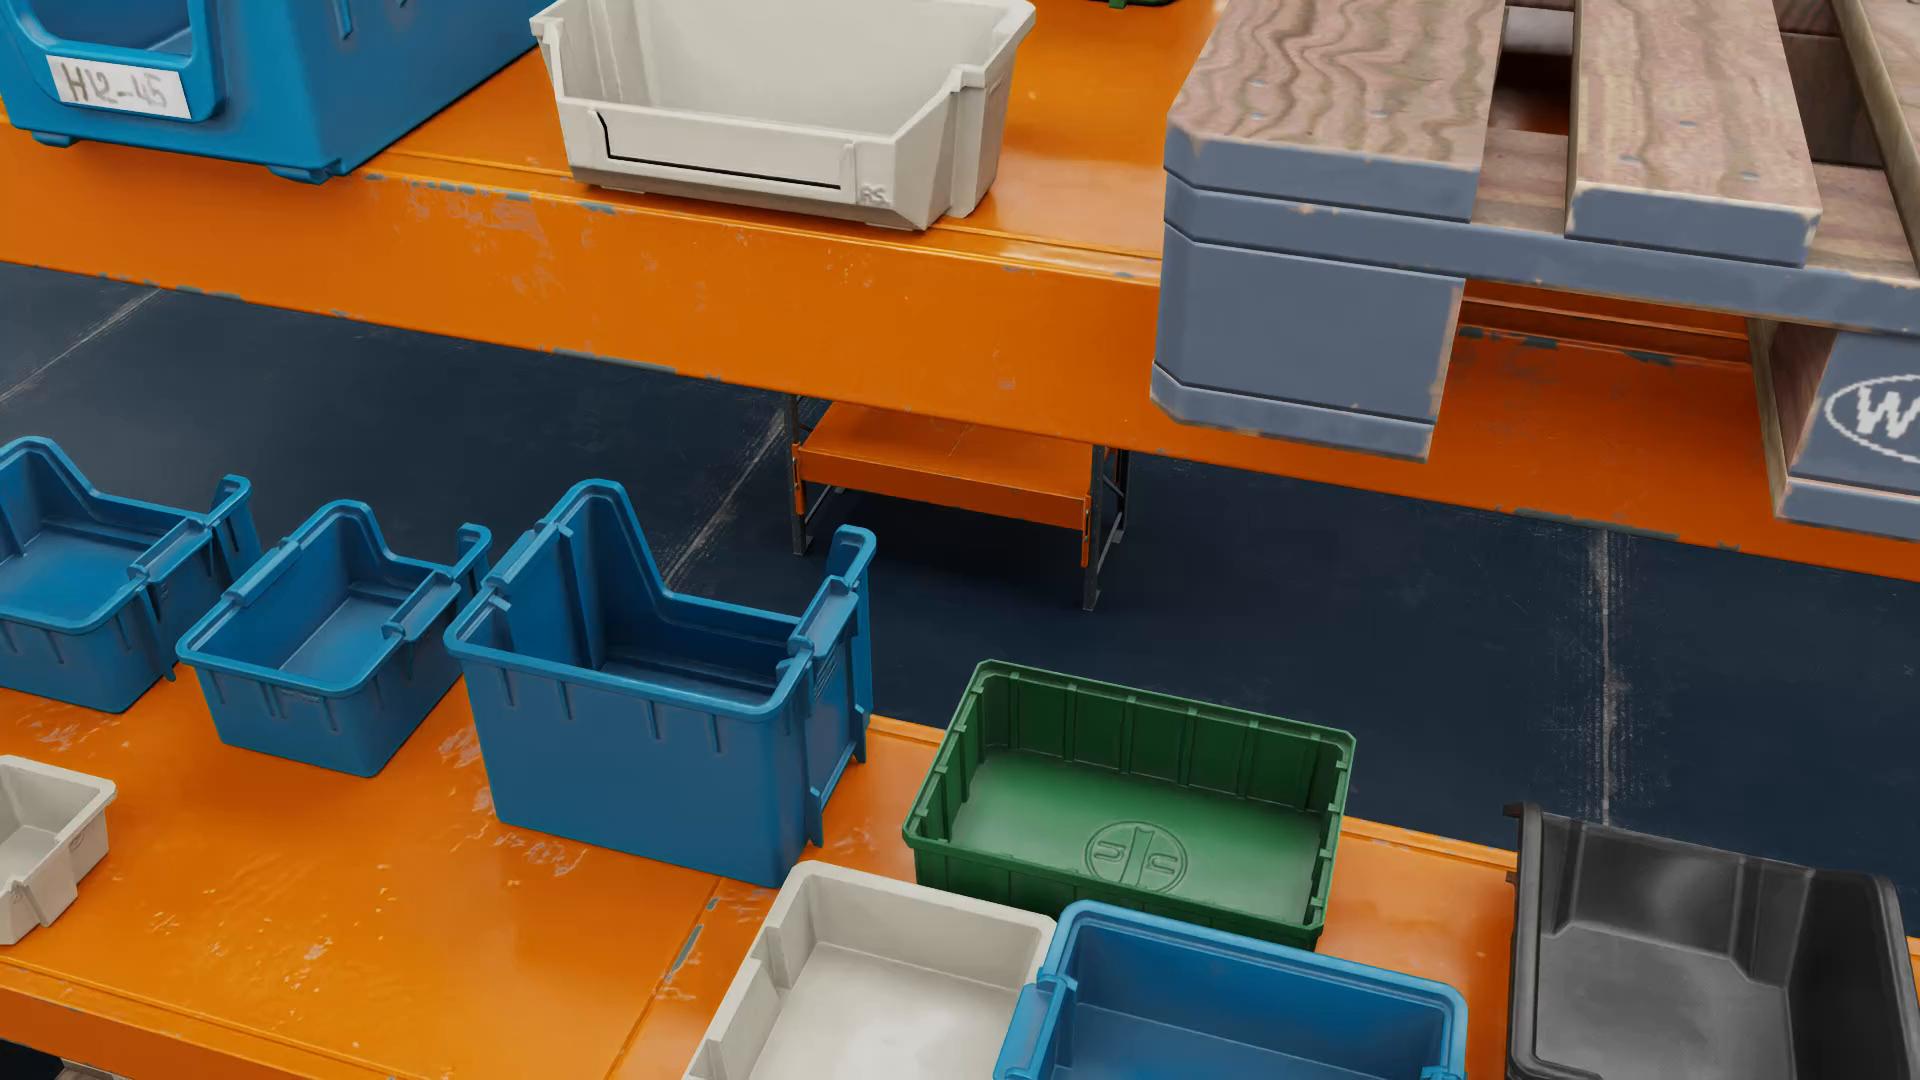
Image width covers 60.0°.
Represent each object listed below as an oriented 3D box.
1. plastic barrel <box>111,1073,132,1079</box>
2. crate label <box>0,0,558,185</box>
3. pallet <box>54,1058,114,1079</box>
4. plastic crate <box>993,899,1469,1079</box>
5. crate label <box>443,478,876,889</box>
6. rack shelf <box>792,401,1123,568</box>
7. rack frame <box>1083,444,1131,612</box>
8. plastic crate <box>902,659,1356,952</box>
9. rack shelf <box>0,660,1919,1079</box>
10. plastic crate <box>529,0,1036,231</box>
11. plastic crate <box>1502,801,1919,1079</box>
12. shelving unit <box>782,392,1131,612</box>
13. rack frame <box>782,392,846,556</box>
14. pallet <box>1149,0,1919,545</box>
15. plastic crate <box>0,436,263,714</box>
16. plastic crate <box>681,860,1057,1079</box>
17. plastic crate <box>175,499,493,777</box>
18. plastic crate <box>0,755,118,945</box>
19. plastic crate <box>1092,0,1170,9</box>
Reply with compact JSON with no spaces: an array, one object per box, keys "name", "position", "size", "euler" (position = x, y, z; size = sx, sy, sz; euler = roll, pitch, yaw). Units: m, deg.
[{"name":"plastic barrel","position":[-1.670,0.982,3.629],"size":[0.421,0.512,0.421],"euler":[0,36,0]},{"name":"crate label","position":[-0.632,-0.554,1.567],"size":[0.408,0.251,0.502],"euler":[10,38,14]},{"name":"pallet","position":[-1.460,1.333,3.761],"size":[1.213,0.211,1.003],"euler":[10,38,14]},{"name":"plastic crate","position":[0.360,0.801,2.256],"size":[0.616,0.251,0.499],"euler":[10,38,14]},{"name":"crate label","position":[-0.483,0.235,2.871],"size":[0.616,0.435,0.502],"euler":[10,38,14]},{"name":"rack shelf","position":[0.006,-0.255,5.560],"size":[1.000,0.278,0.538],"euler":[10,38,14]},{"name":"rack frame","position":[0.492,-0.362,5.293],"size":[0.032,1.125,0.500],"euler":[10,38,14]},{"name":"plastic crate","position":[0.286,0.469,2.761],"size":[0.662,0.188,0.450],"euler":[10,38,14]},{"name":"rack shelf","position":[-0.411,0.720,2.848],"size":[4.000,0.370,1.077],"euler":[10,38,14]},{"name":"plastic crate","position":[-0.155,-0.373,1.419],"size":[0.396,0.136,0.243],"euler":[10,38,14]},{"name":"plastic crate","position":[1.036,0.644,2.397],"size":[0.504,0.338,0.767],"euler":[10,38,14]},{"name":"shelving unit","position":[0.006,-0.452,5.415],"size":[1.048,1.125,0.538],"euler":[10,38,14]},{"name":"rack frame","position":[-0.479,-0.542,5.537],"size":[0.032,1.125,0.500],"euler":[10,38,14]},{"name":"pallet","position":[0.780,-0.421,1.420],"size":[1.003,0.211,1.213],"euler":[10,38,14]},{"name":"plastic crate","position":[-1.754,0.056,3.269],"size":[0.616,0.251,0.499],"euler":[10,38,14]},{"name":"plastic crate","position":[-0.128,0.746,2.428],"size":[0.437,0.136,0.530],"euler":[10,38,14]},{"name":"plastic crate","position":[-1.135,0.174,3.109],"size":[0.408,0.251,0.499],"euler":[10,38,14]},{"name":"plastic crate","position":[-1.562,0.523,2.731],"size":[0.250,0.136,0.298],"euler":[10,38,14]},{"name":"plastic crate","position":[0.073,-0.772,1.917],"size":[0.450,0.188,0.336],"euler":[10,38,14]}]
